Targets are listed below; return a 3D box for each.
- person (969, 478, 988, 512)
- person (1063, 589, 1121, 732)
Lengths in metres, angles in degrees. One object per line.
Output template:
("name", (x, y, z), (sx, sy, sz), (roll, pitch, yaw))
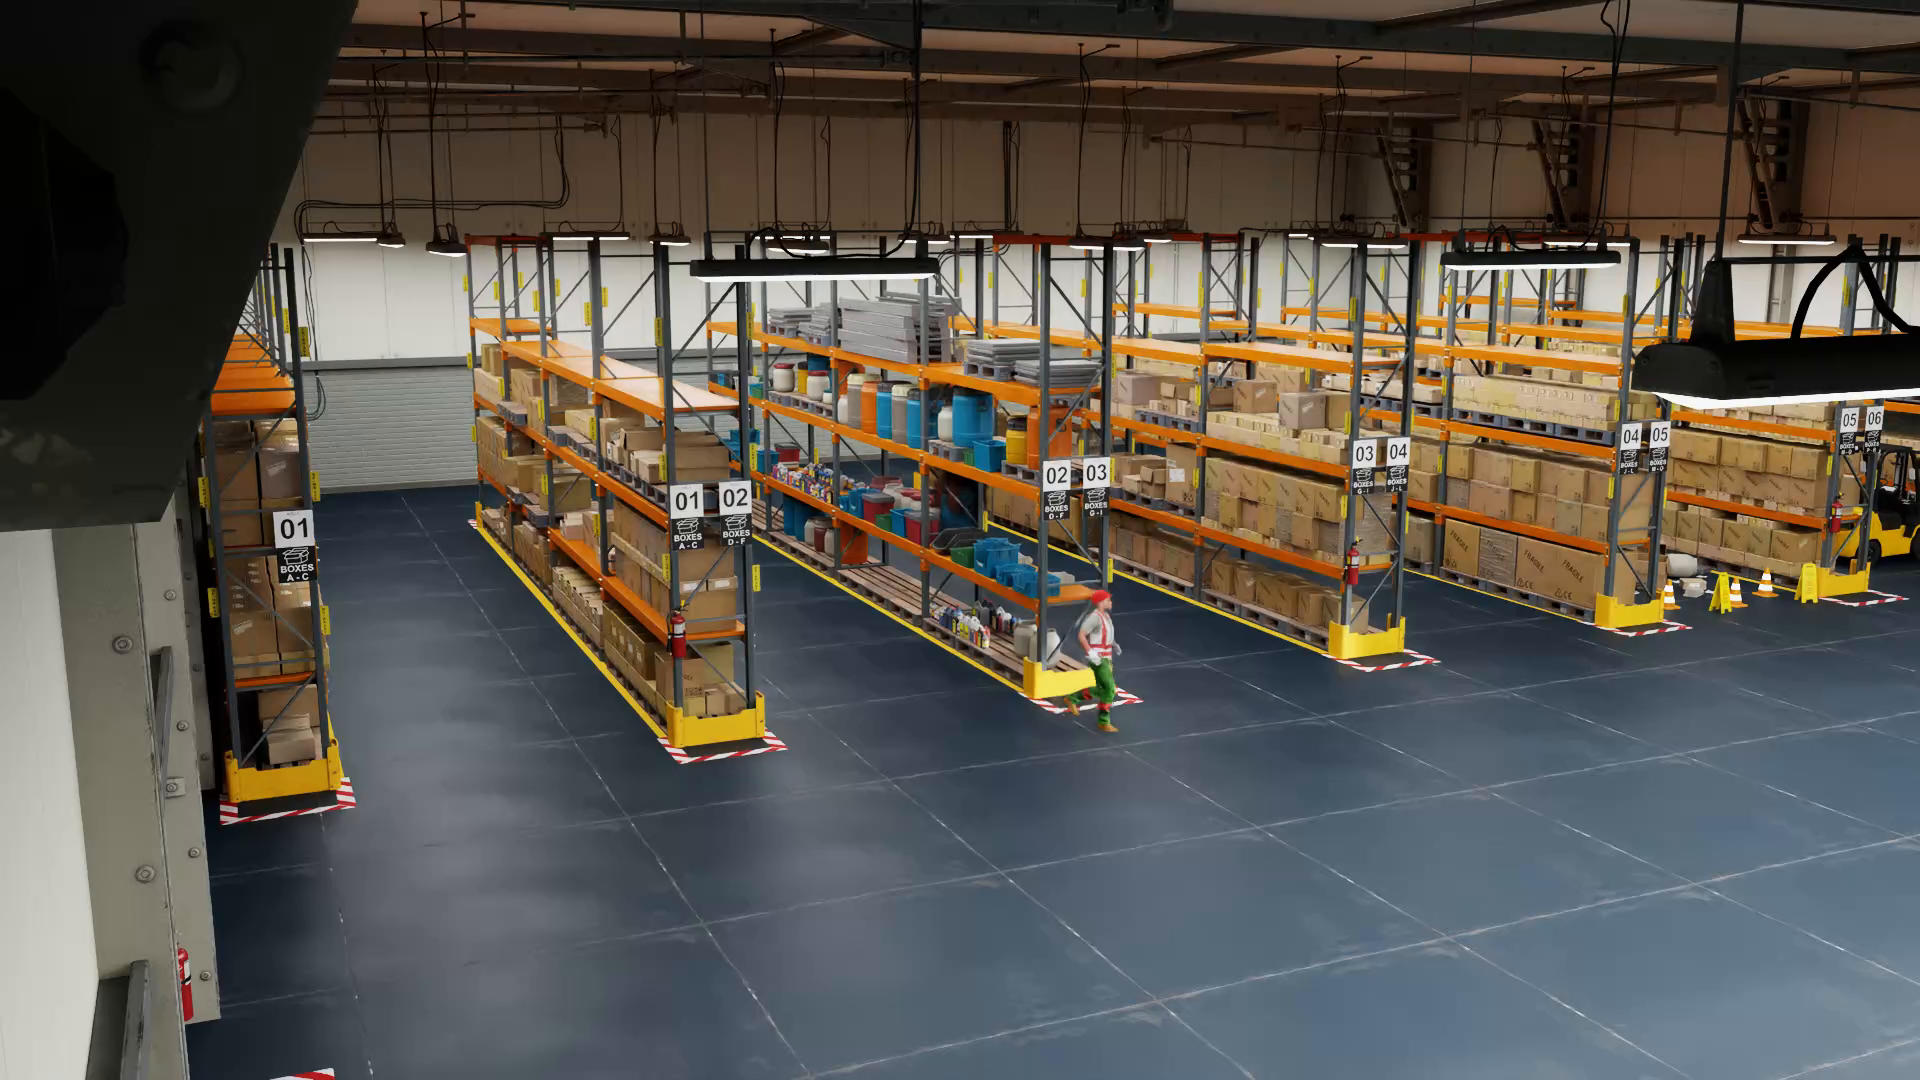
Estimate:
("person", (0.302, -0.541, 31.581), (0.605, 1.659, 0.538), (-5, 12, -23))
("person", (1.718, 1.503, 20.928), (0.727, 1.777, 0.712), (5, 12, 23))
